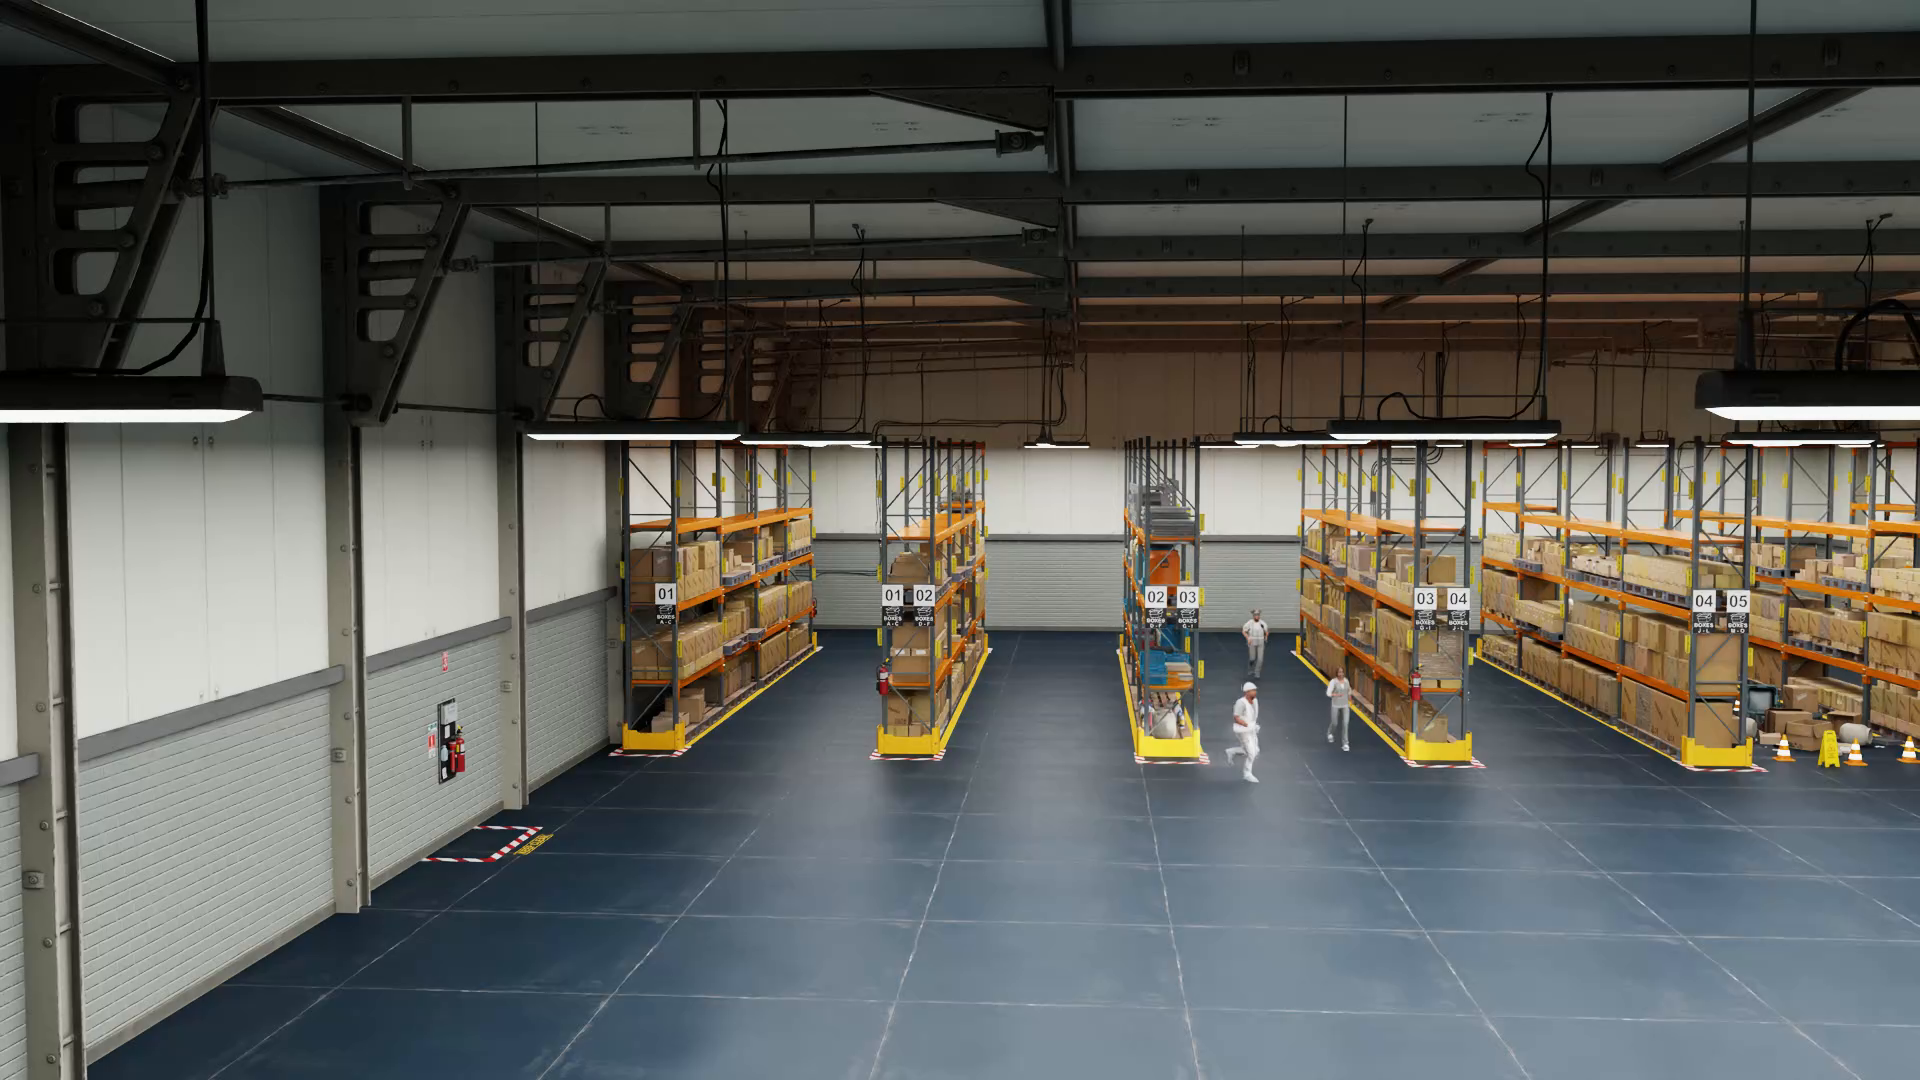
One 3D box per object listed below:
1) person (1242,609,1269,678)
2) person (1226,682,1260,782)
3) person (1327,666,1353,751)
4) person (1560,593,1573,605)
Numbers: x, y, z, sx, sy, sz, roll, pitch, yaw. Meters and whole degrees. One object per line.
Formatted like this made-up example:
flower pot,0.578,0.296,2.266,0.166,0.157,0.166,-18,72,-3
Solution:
person,7.483,2.608,41.960,0.658,1.733,0.618,0,3,-1
person,4.945,3.326,28.938,0.714,1.733,0.723,2,4,36
person,7.287,3.217,31.902,0.543,1.555,0.882,0,3,-4
person,17.287,2.281,47.874,0.730,1.822,0.674,-1,3,-13
